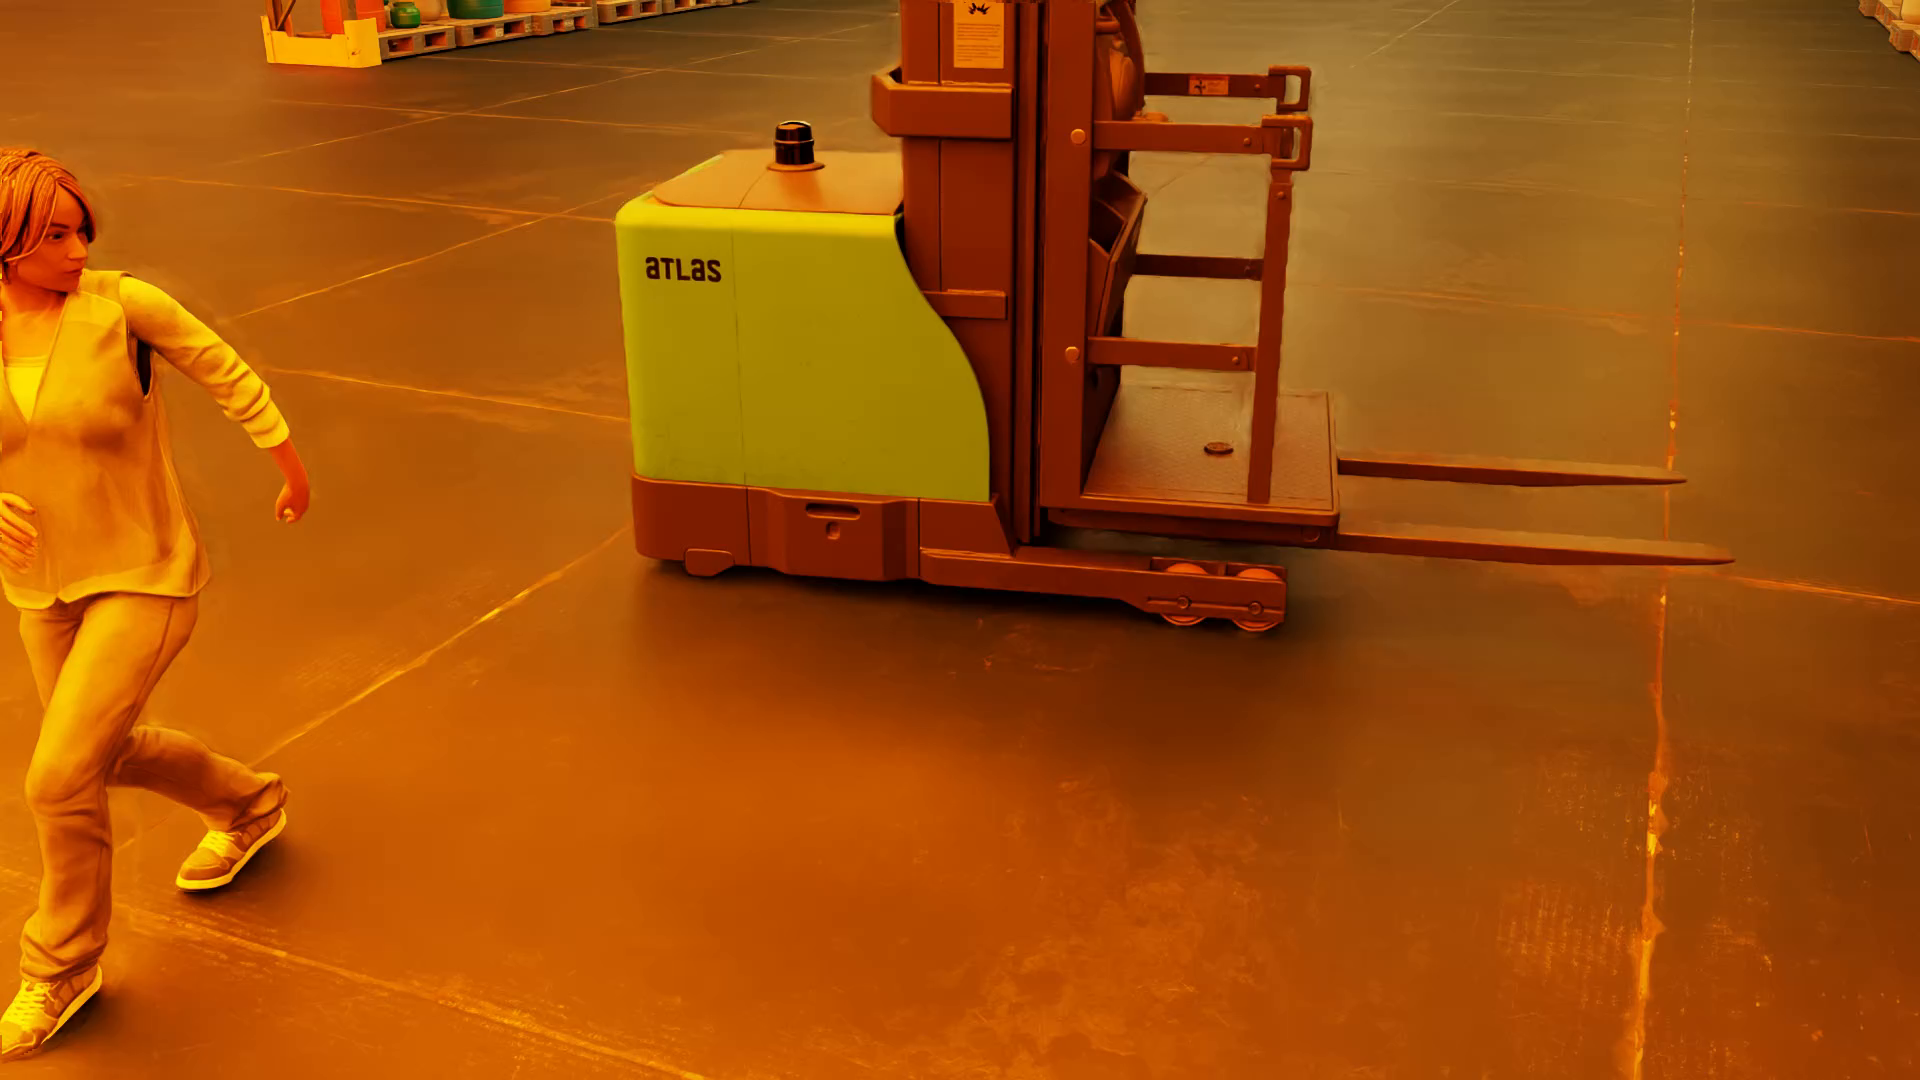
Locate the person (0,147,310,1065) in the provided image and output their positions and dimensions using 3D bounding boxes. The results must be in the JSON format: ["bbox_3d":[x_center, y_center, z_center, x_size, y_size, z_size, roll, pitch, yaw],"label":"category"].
[{"bbox_3d":[-1.547,0.088,2.969,0.428,1.528,0.838,5,23,13],"label":"person"}]

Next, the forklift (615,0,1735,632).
[{"bbox_3d":[0.620,-1.327,4.468,3.031,2.935,1.130,4,23,10],"label":"forklift"}]
